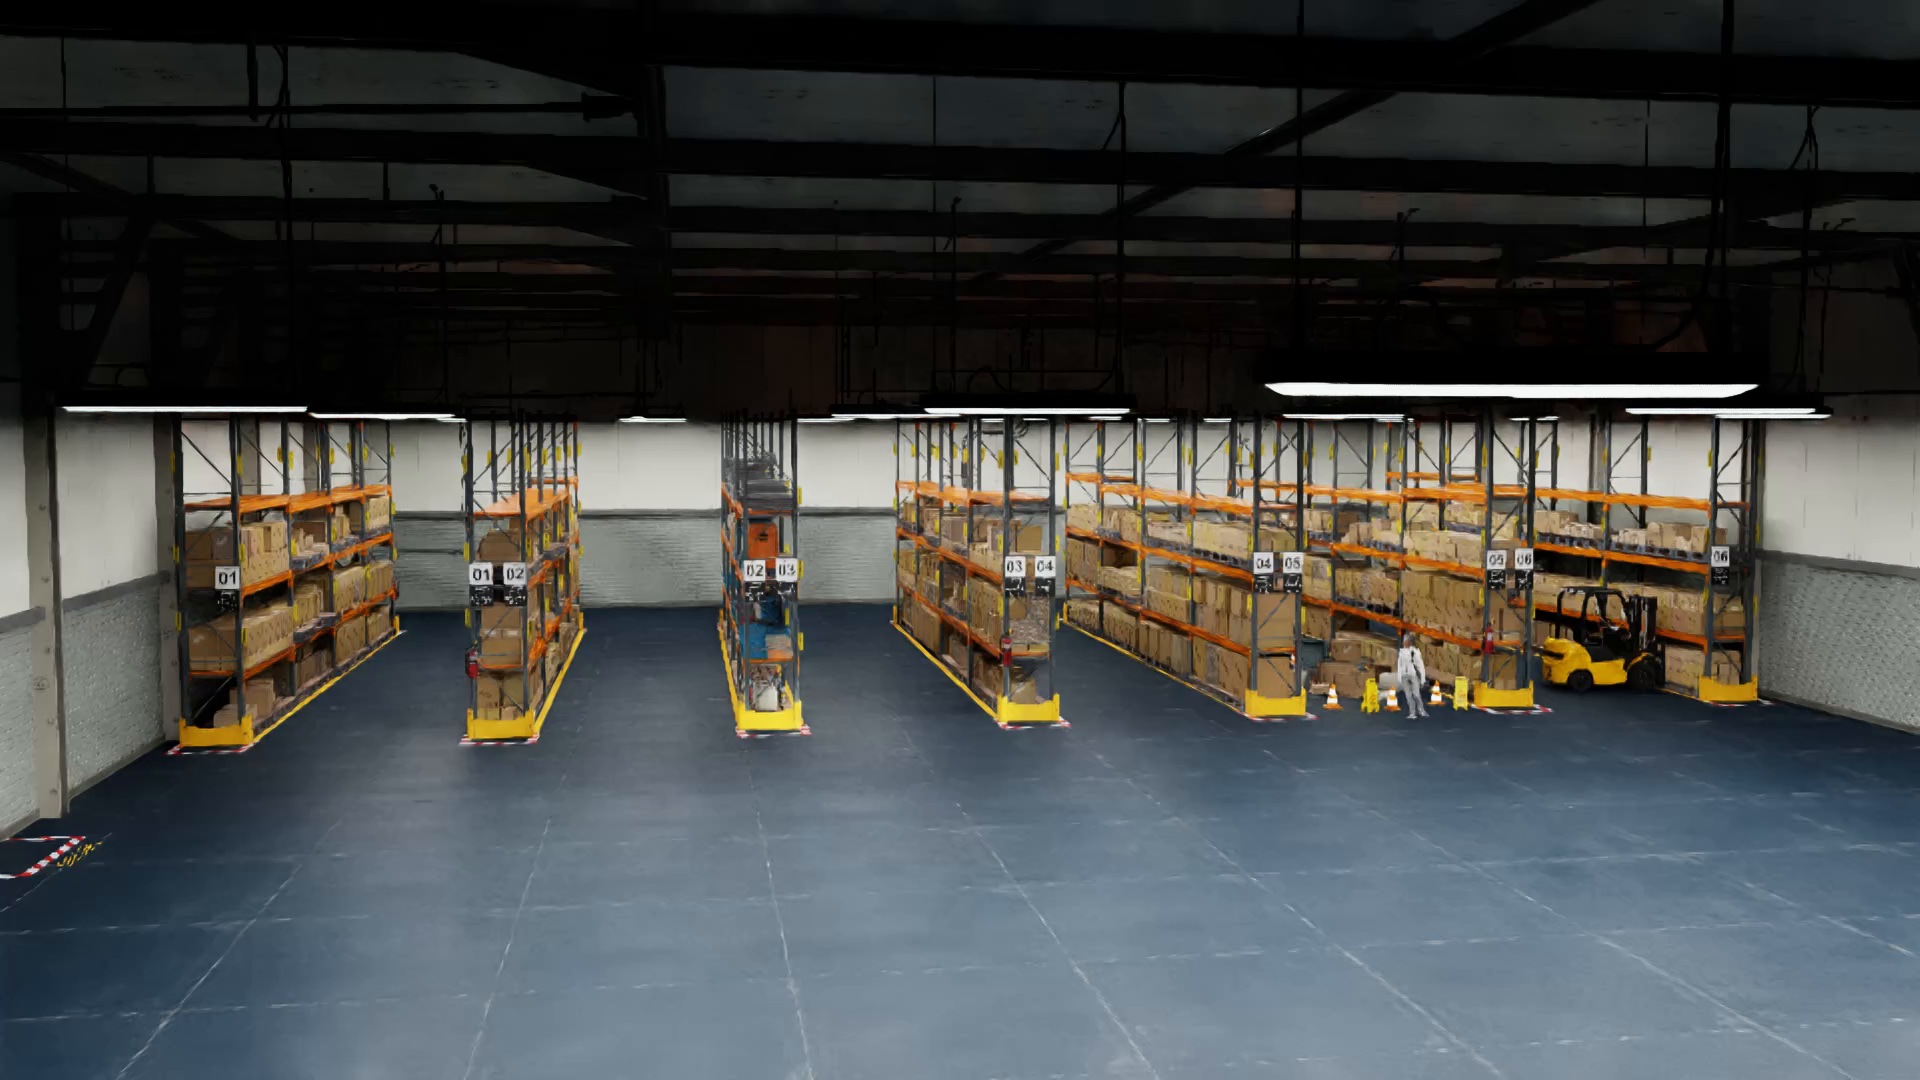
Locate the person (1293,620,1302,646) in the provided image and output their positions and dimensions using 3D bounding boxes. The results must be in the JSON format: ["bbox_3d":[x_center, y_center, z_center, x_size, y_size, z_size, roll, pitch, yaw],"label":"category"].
[{"bbox_3d":[8.262,2.044,41.144,0.536,1.590,0.535,1,4,14],"label":"person"}]

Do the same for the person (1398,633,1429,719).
[{"bbox_3d":[8.789,2.638,32.255,0.603,1.667,0.449,3,5,38],"label":"person"}]
